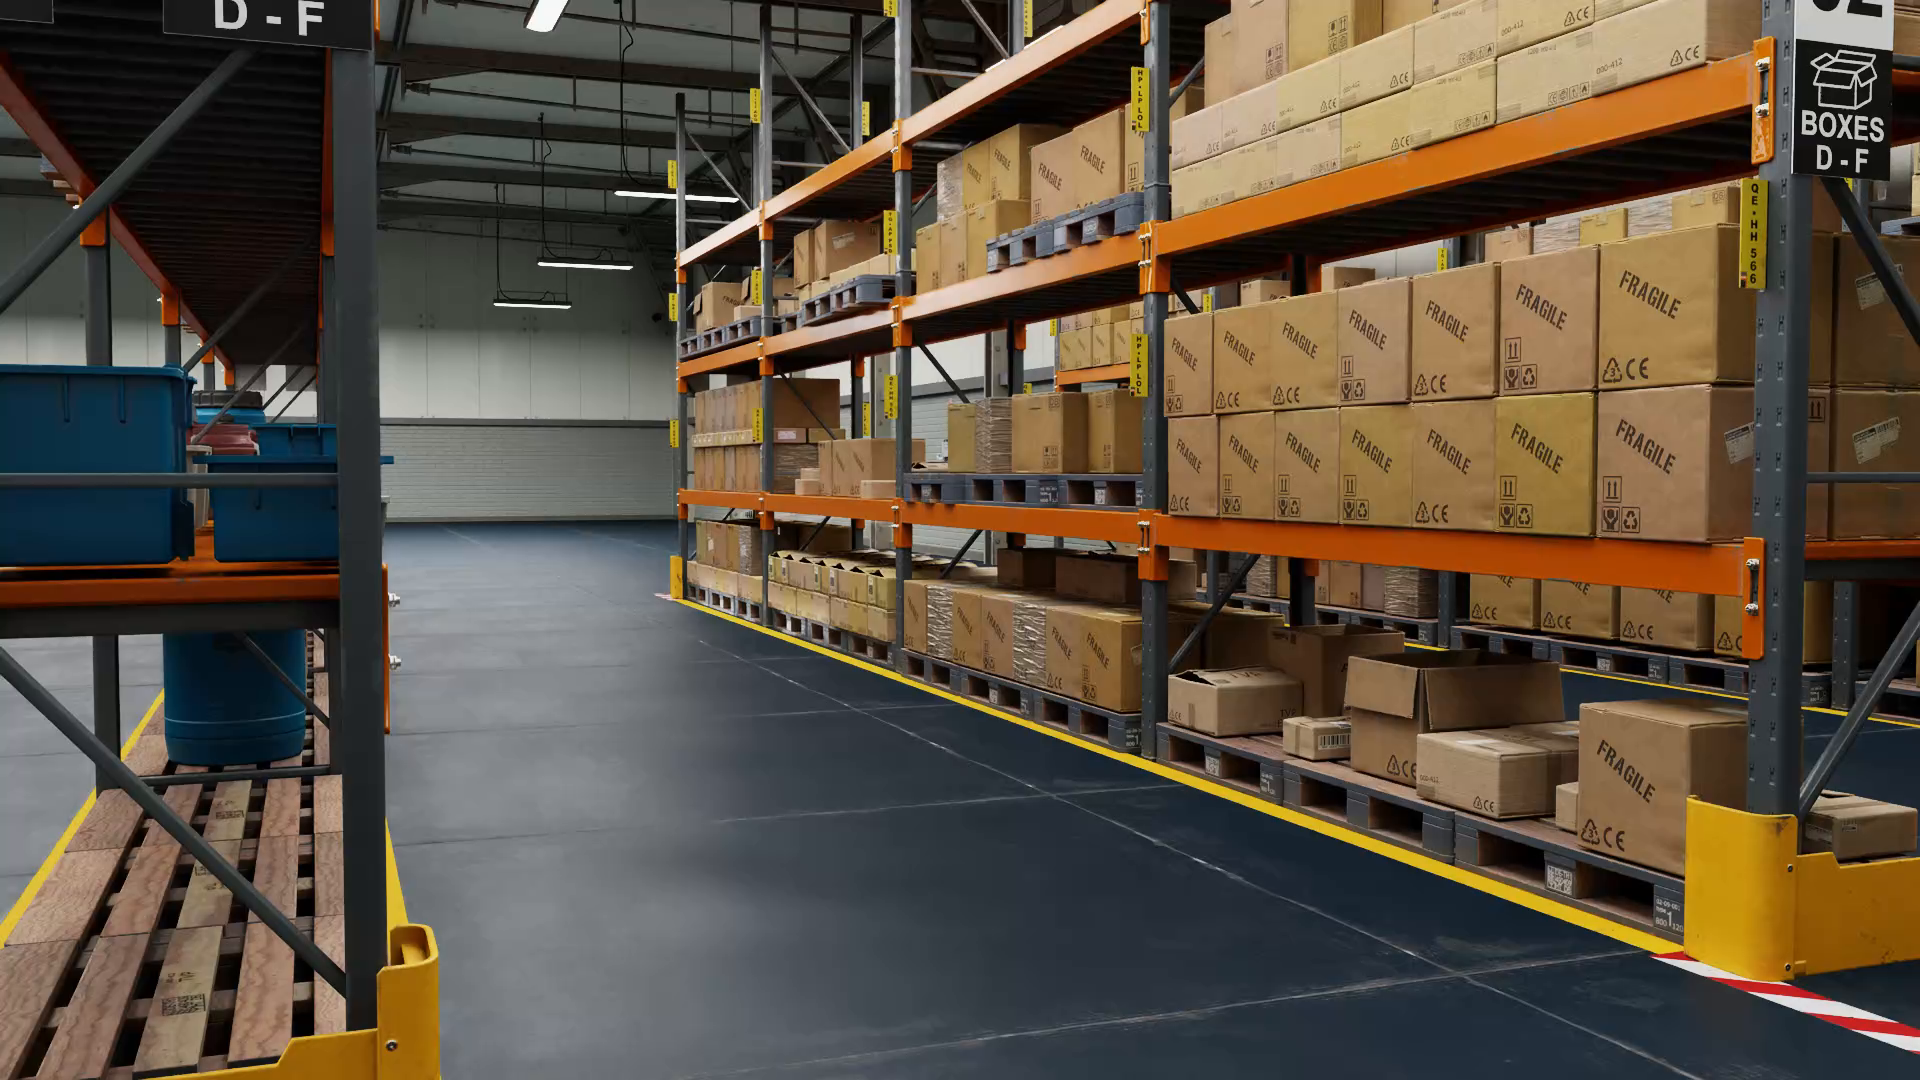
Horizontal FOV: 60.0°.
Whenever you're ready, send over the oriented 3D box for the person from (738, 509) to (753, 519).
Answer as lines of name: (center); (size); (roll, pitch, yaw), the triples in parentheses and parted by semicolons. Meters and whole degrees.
person: (-2.716, -0.210, 21.593); (0.919, 1.615, 0.556); (1, 2, 12)
